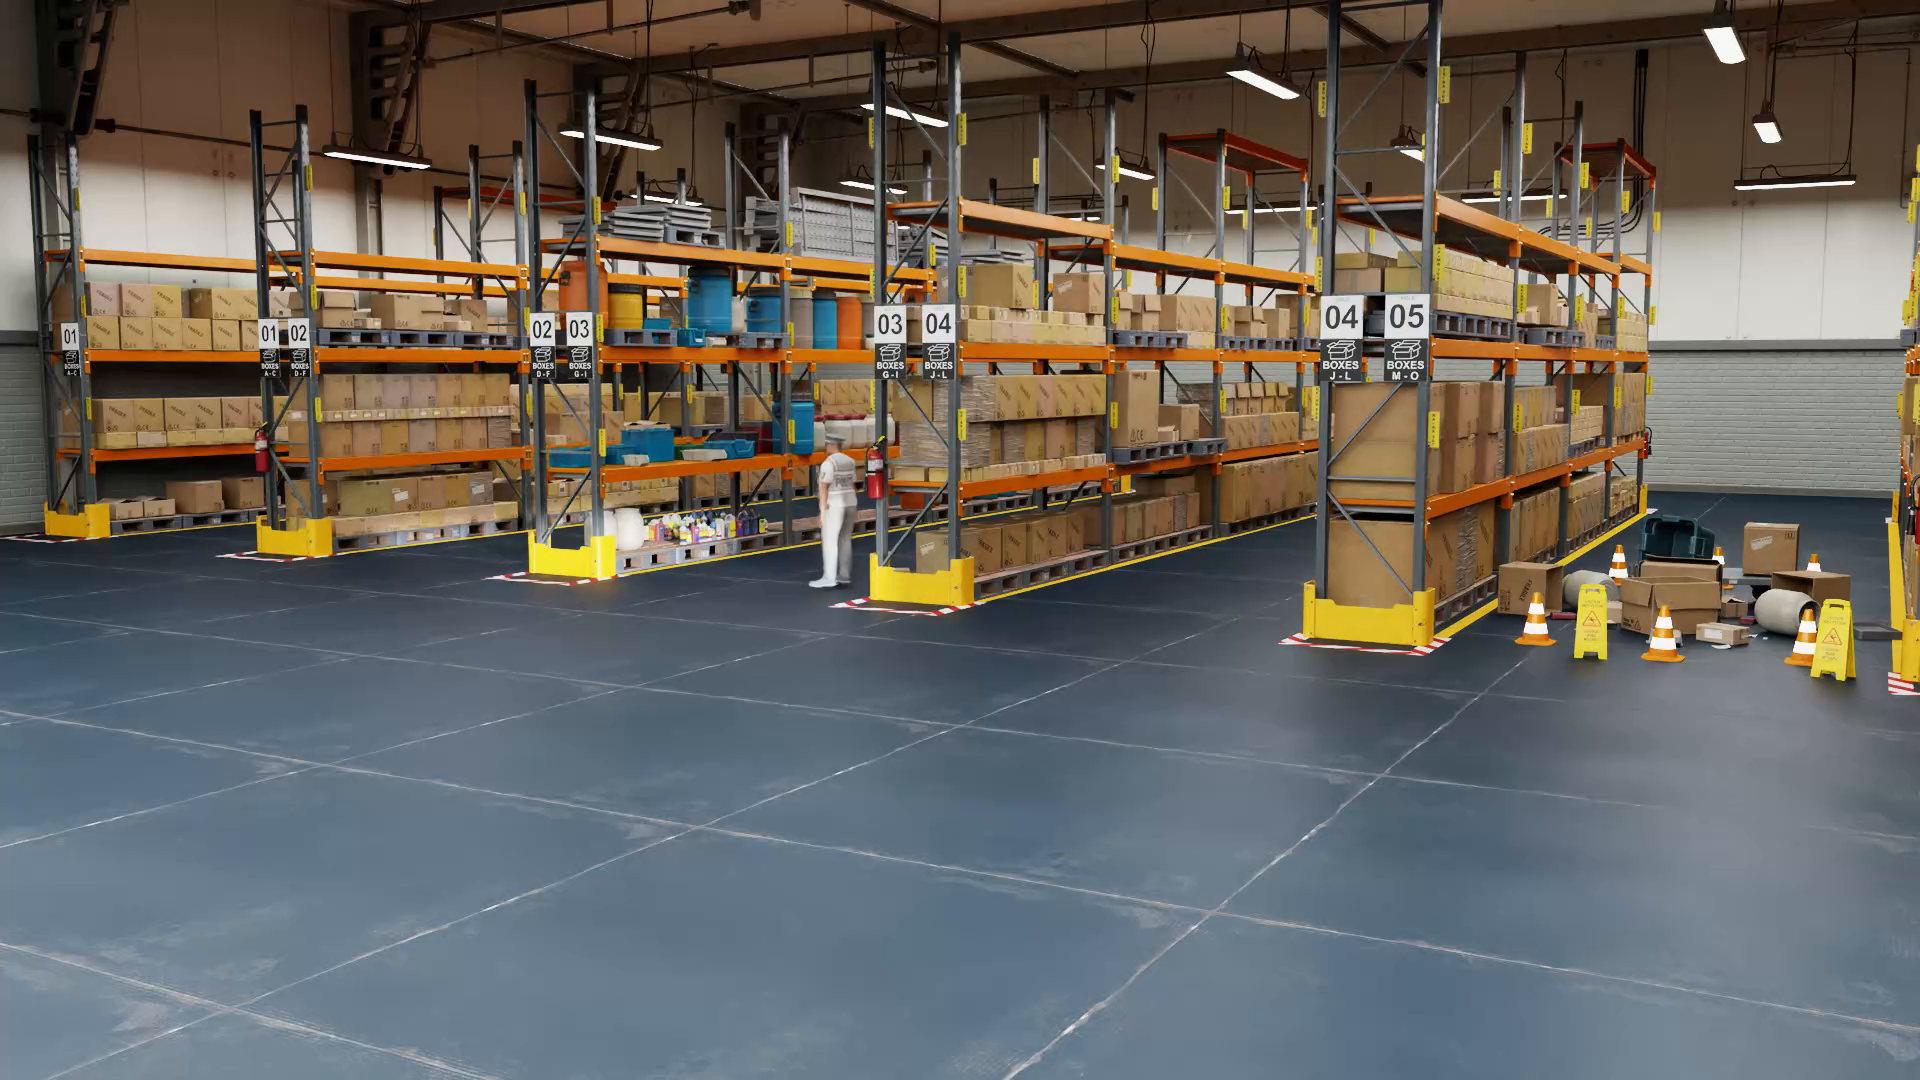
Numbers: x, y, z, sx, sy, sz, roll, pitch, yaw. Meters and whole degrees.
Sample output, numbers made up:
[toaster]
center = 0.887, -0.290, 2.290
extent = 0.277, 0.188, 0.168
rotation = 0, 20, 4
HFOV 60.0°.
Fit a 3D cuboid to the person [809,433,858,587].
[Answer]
[person]
center = -1.425, -0.354, 19.286
extent = 0.461, 1.760, 0.684
rotation = 5, 8, 38
